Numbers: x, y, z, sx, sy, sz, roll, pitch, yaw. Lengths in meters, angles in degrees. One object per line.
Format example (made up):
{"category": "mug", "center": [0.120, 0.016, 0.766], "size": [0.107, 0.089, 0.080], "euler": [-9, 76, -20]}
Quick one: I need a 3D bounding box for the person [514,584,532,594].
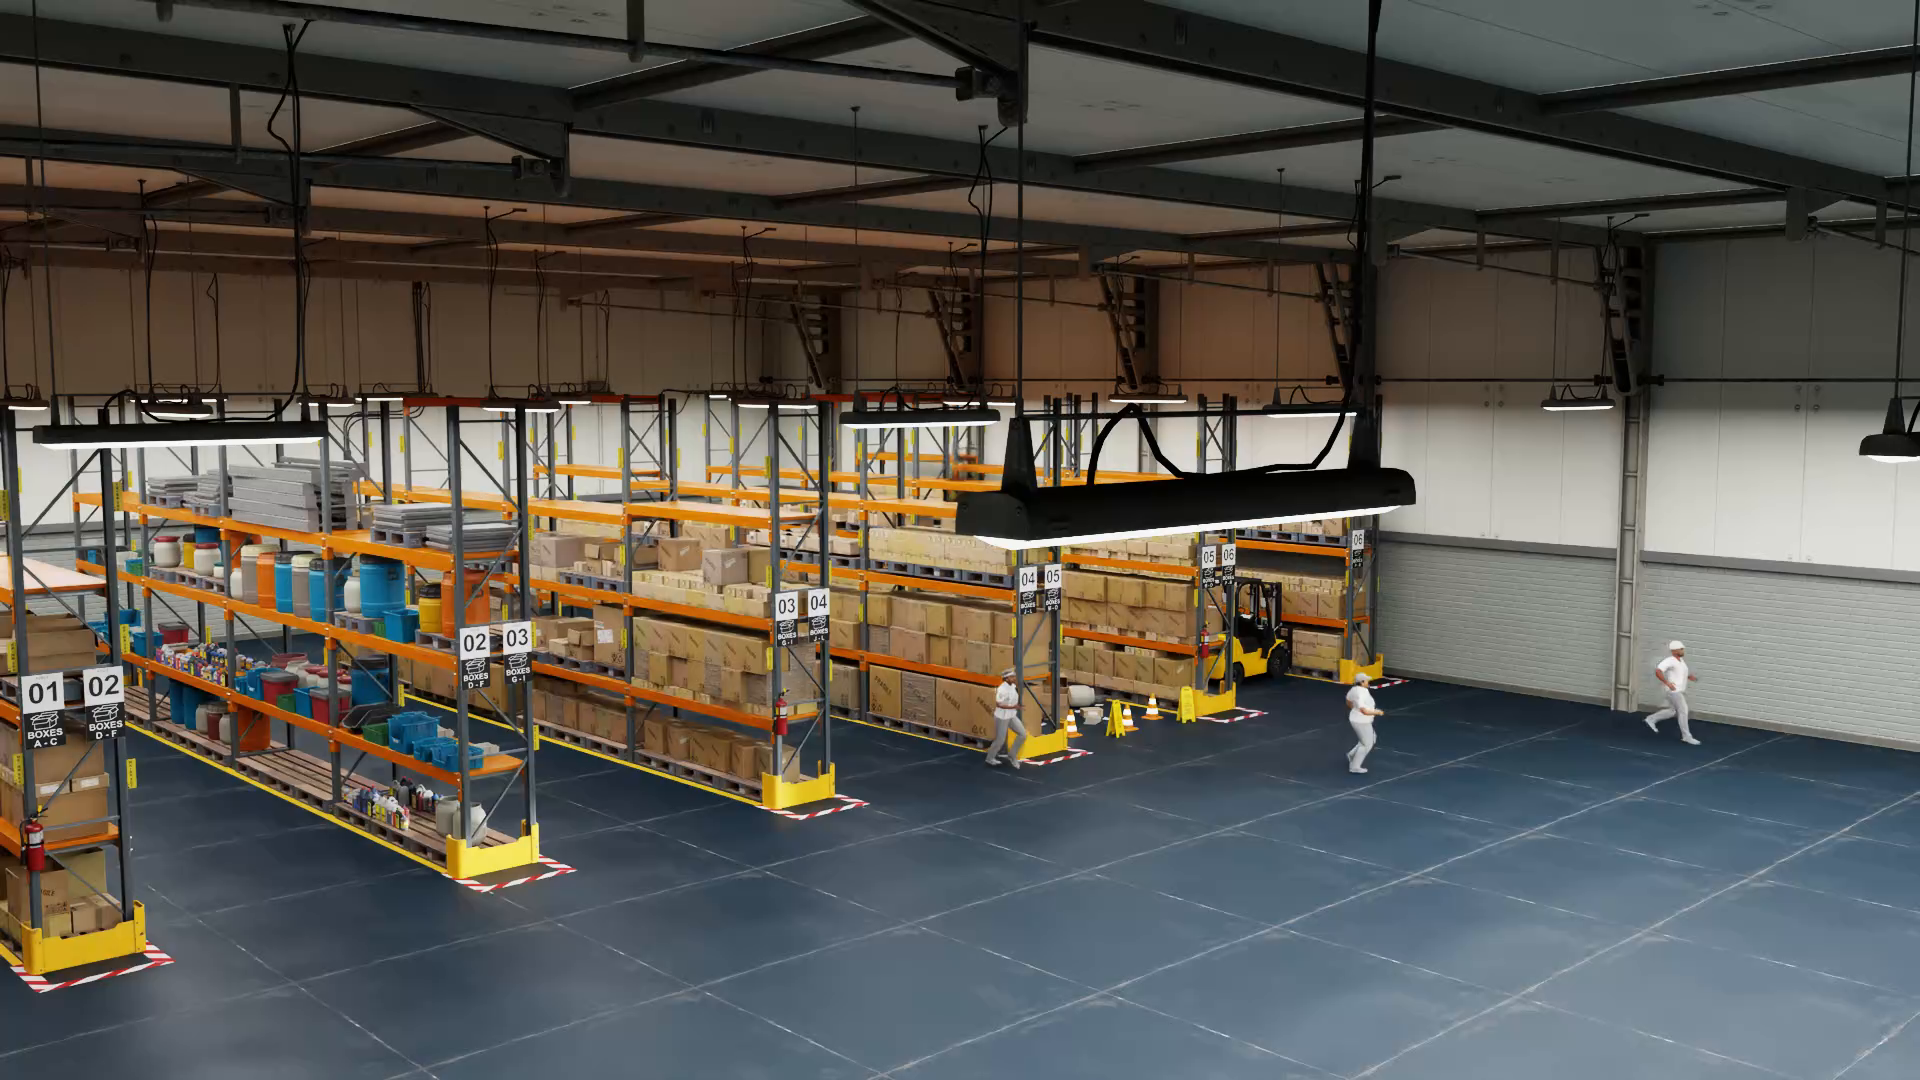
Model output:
{"category": "person", "center": [-10.935, 1.601, 40.462], "size": [0.828, 1.739, 0.803], "euler": [-3, 6, -30]}

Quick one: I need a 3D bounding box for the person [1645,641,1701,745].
{"category": "person", "center": [12.485, 2.642, 29.072], "size": [0.968, 1.773, 0.700], "euler": [4, 7, 37]}

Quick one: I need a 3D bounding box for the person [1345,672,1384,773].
{"category": "person", "center": [6.525, 2.931, 26.759], "size": [0.540, 1.623, 0.595], "euler": [0, 6, 0]}

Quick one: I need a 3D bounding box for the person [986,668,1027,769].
{"category": "person", "center": [0.762, 2.890, 27.045], "size": [0.771, 1.684, 0.588], "euler": [4, 7, 39]}
